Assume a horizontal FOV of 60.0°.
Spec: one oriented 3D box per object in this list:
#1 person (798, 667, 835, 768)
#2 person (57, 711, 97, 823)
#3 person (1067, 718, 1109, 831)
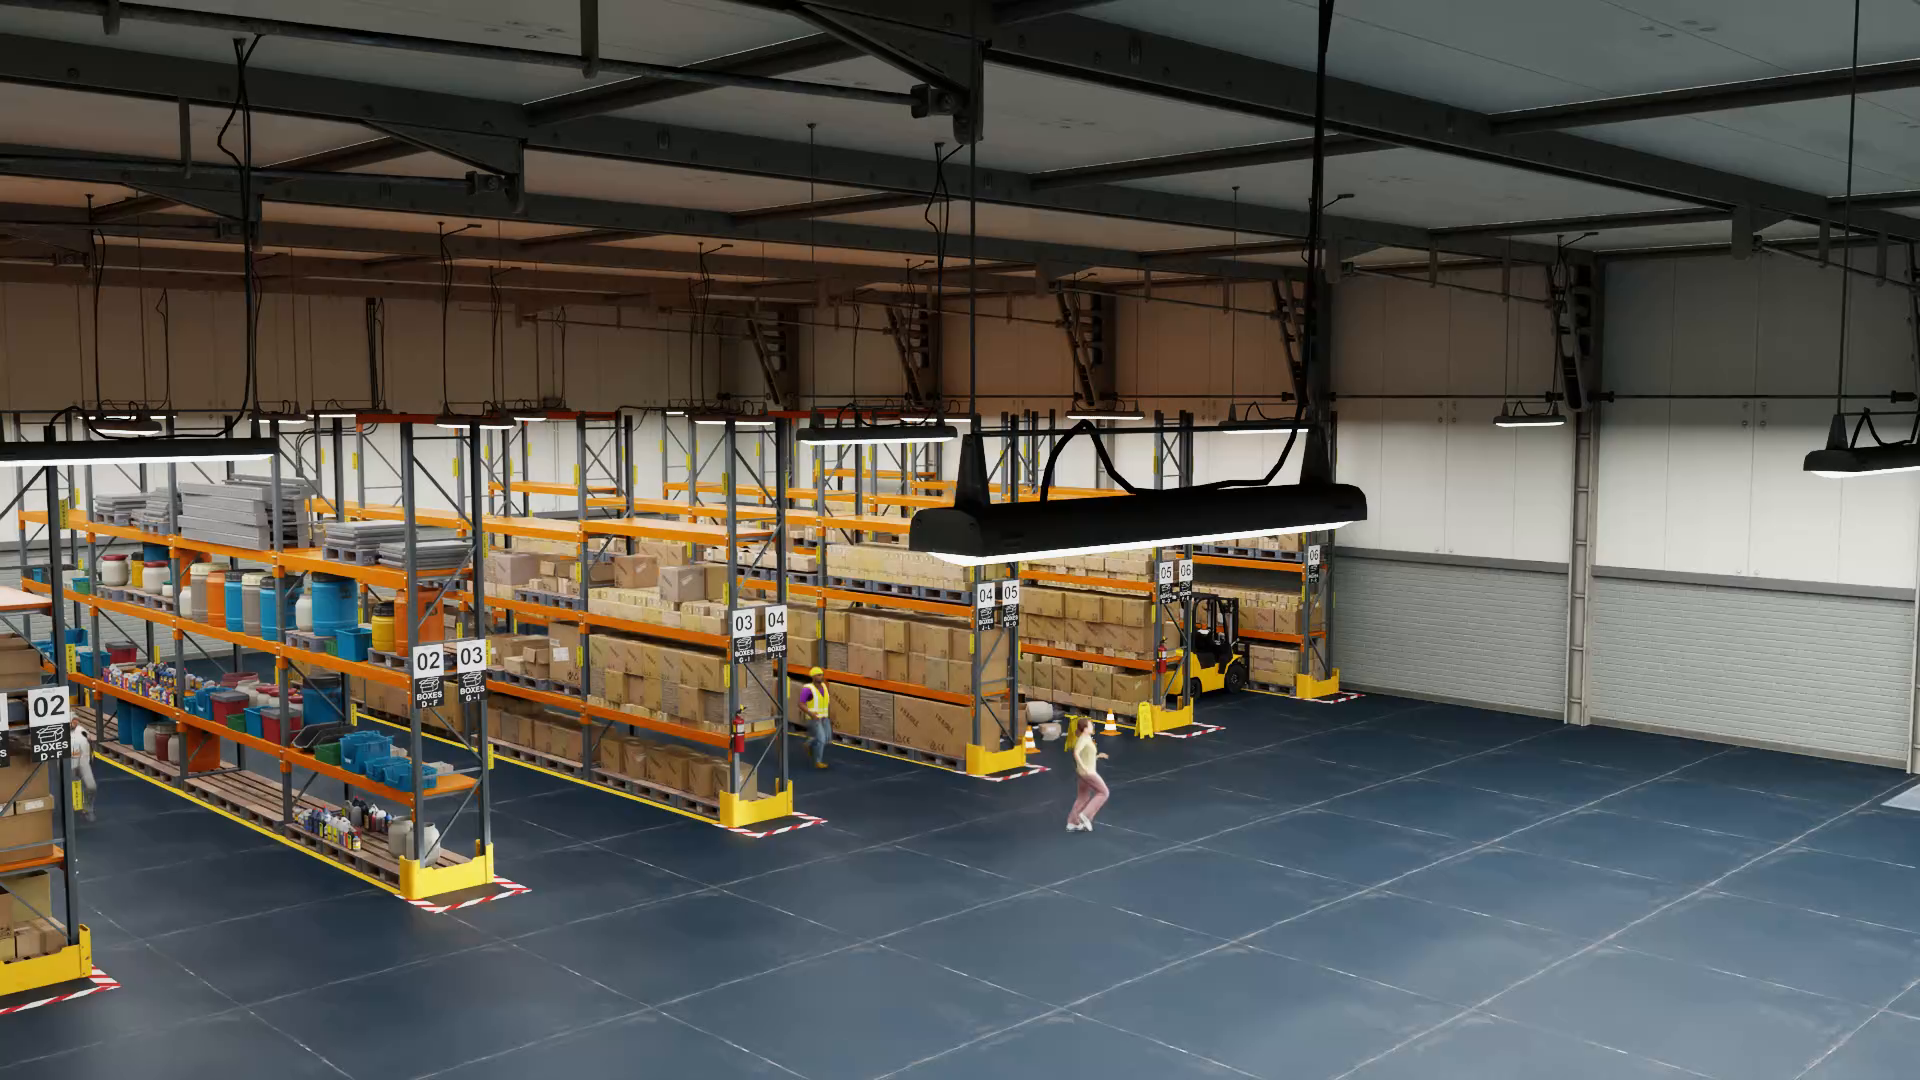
[{"bbox_3d":[-2.463,3.014,28.325,0.589,1.724,0.749,4,6,38],"label":"person"},{"bbox_3d":[-13.086,3.377,24.607,0.702,1.698,0.605,4,6,40],"label":"person"},{"bbox_3d":[1.862,3.400,24.168,0.626,1.631,0.558,-1,5,-11],"label":"person"}]
